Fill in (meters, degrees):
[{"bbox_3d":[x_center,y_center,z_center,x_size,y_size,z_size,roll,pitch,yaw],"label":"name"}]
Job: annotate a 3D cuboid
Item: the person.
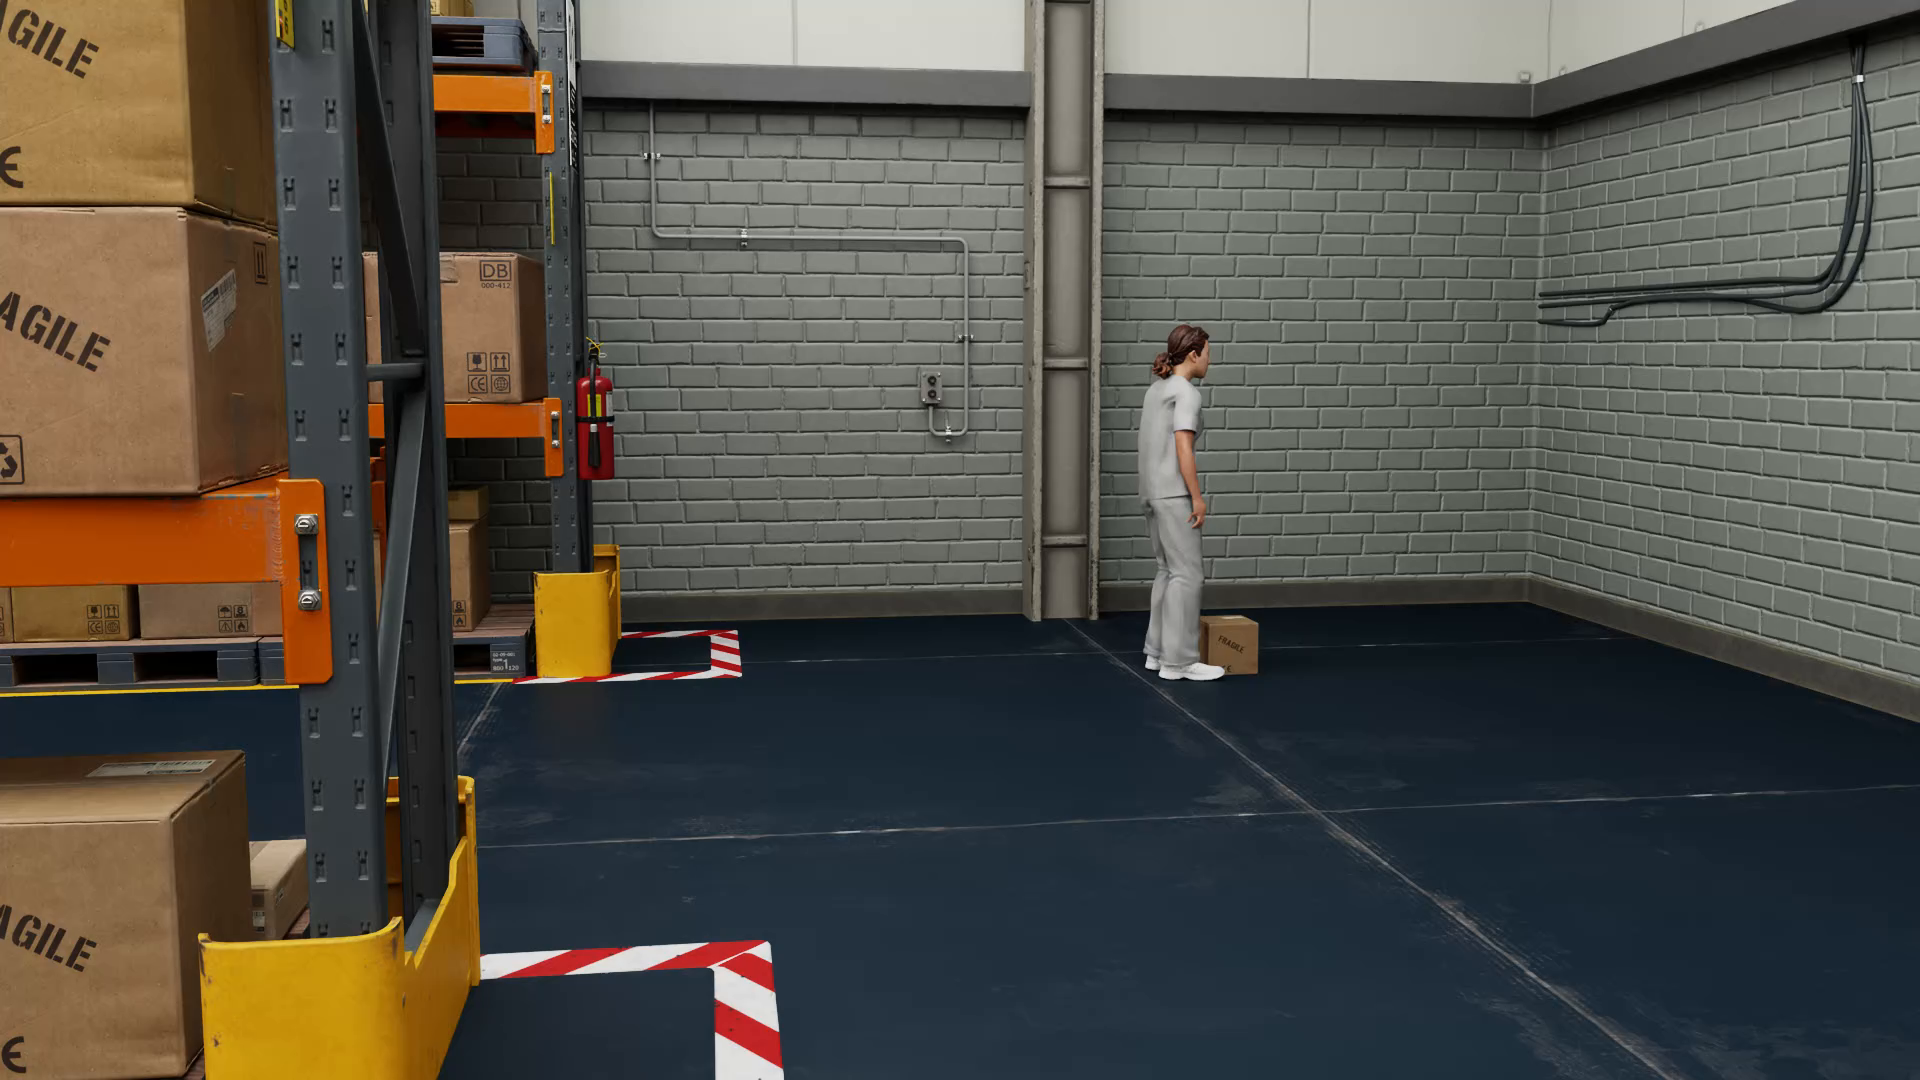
[{"bbox_3d":[1.044,-0.190,7.958,0.364,1.671,0.513,-1,7,-12],"label":"person"}]
